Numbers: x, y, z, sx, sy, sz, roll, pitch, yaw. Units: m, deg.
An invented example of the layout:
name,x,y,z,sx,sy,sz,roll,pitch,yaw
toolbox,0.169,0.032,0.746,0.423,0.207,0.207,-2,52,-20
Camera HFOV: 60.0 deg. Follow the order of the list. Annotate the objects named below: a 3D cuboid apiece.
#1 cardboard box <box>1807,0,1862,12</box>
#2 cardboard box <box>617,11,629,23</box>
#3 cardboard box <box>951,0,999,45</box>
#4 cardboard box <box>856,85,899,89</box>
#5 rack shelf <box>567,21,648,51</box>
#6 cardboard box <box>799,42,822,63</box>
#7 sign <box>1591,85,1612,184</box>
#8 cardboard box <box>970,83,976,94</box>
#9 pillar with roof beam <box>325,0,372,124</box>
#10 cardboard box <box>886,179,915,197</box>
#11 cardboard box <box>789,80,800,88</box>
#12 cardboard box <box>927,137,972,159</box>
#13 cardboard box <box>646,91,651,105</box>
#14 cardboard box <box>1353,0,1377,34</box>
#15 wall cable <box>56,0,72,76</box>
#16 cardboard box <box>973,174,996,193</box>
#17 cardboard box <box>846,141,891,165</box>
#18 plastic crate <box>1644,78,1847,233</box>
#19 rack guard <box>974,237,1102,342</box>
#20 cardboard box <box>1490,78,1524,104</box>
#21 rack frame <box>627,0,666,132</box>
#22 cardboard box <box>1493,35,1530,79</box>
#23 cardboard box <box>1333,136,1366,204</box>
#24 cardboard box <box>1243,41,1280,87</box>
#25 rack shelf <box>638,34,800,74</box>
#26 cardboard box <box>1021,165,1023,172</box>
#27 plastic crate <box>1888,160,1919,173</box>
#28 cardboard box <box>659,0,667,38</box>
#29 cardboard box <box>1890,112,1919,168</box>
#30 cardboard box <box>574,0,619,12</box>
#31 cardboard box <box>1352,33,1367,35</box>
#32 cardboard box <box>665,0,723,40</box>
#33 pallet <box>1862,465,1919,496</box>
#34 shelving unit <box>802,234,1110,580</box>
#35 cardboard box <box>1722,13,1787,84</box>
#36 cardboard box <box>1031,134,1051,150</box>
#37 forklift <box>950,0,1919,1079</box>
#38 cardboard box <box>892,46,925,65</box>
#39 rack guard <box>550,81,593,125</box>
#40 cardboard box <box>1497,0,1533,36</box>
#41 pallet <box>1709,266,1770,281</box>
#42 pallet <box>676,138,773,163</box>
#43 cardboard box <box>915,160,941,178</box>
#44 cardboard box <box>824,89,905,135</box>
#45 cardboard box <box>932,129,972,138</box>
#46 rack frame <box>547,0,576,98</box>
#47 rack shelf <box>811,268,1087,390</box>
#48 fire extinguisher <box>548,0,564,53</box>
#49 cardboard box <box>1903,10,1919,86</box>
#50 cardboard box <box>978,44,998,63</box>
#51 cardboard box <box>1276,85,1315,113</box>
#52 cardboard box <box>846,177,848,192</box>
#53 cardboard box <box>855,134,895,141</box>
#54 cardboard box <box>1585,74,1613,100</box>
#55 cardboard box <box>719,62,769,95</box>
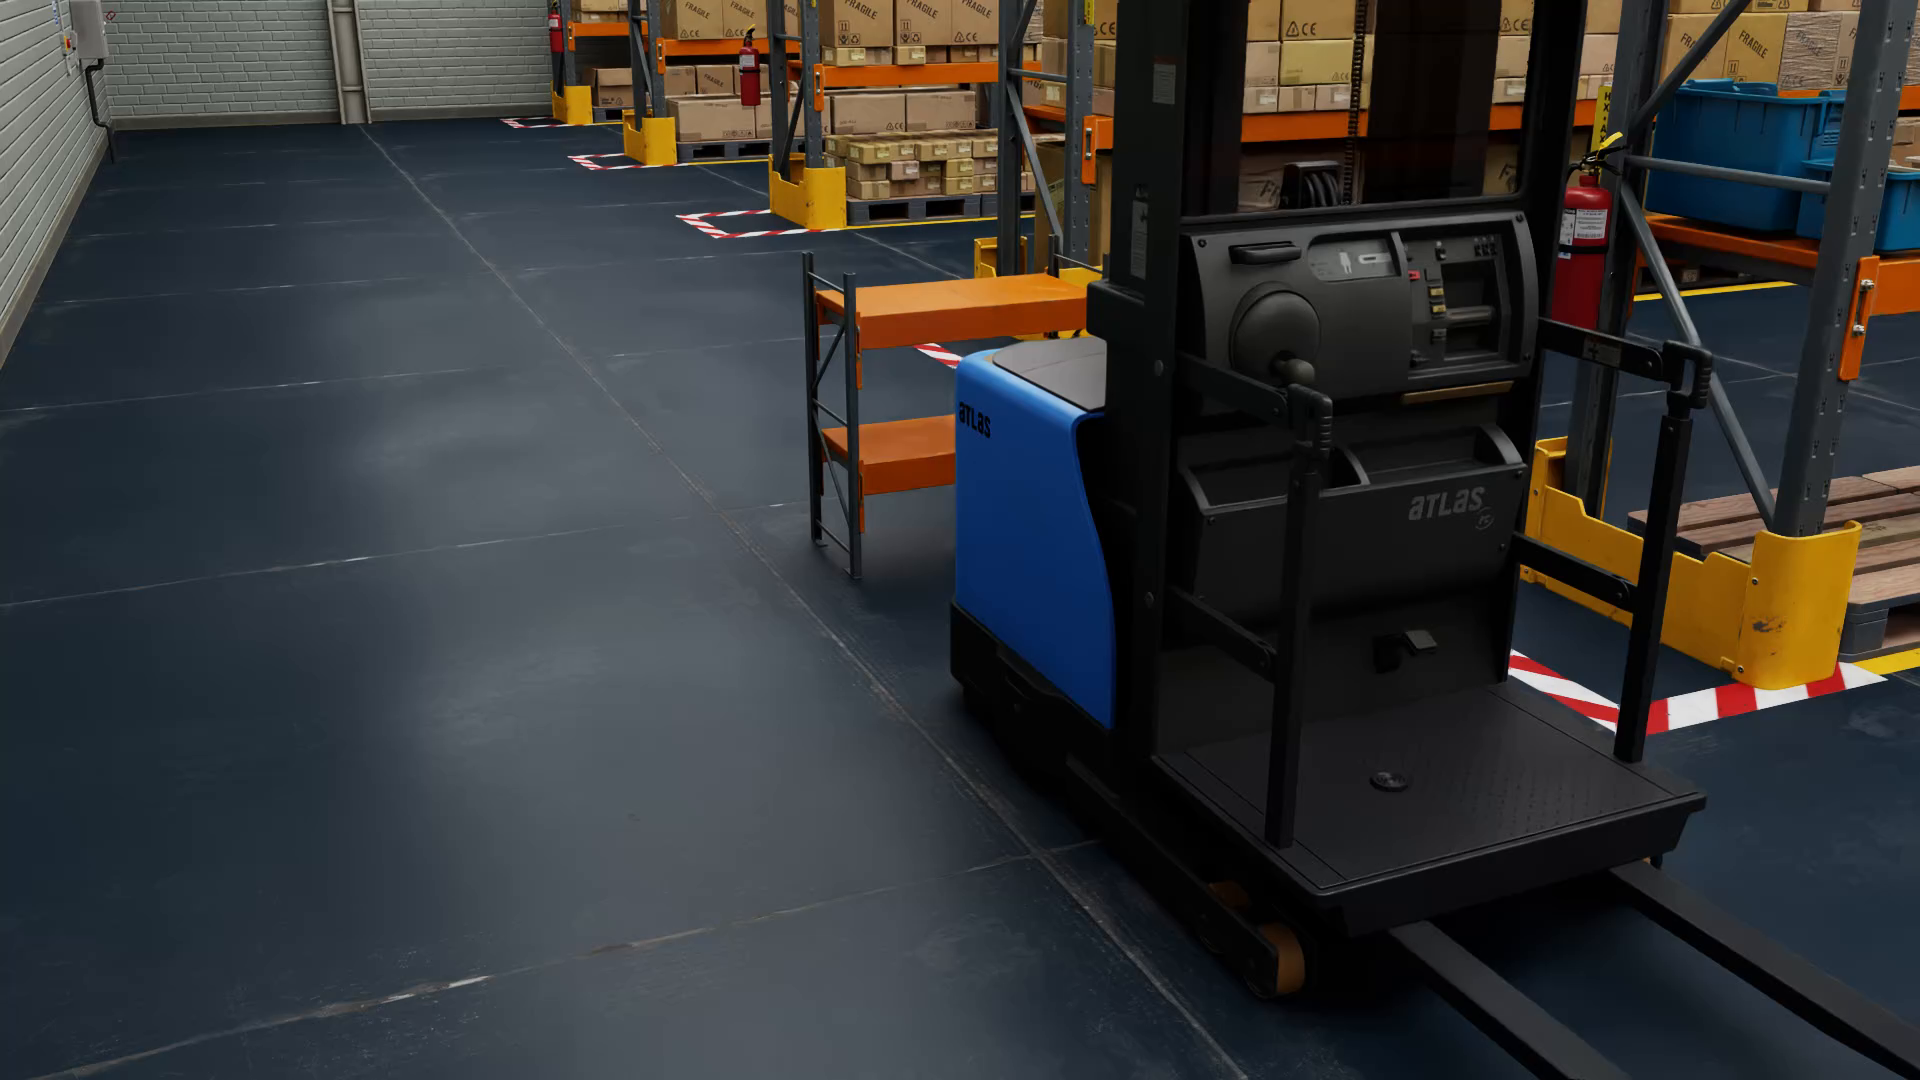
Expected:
name,x,y,z,sx,sy,sz,roll,pitch,yaw
cardboard box,5.935,-3.963,11.601,0.637,0.503,0.797,-7,21,-20
cardboard box,-4.561,-7.126,22.623,0.250,0.149,0.380,-8,21,-23
cardboard box,0.066,-4.484,14.142,0.500,0.500,0.500,-8,21,-21
cardboard box,-1.209,-6.733,24.258,0.500,0.500,0.500,-7,21,-20
rack shelf,-3.578,-7.116,23.299,4.000,0.370,1.077,-8,21,-22
cardboard box,-1.204,-4.193,14.294,0.250,0.149,0.380,-8,21,-22
sign,2.209,-1.389,5.705,0.005,0.325,0.100,-8,21,-22
cardboard box,0.215,-6.936,24.837,0.500,0.500,0.500,-9,21,-24
pillar with roof beam,-6.542,-8.629,17.481,0.400,9.000,9.100,-8,21,-22
cardboard box,-0.576,-3.067,14.376,0.250,0.149,0.380,-8,21,-22
cardboard box,-2.442,-6.634,24.262,0.500,0.311,0.500,-7,21,-20
cardboard box,-0.093,-3.407,14.447,0.250,0.149,0.380,-9,21,-25
cardboard box,-4.410,-6.141,23.108,0.250,0.149,0.380,-9,21,-24
cardboard box,2.681,-3.489,10.564,0.500,0.500,0.500,-9,21,-24
wall cable,-8.613,-5.424,15.834,0.123,1.953,0.585,-8,21,-22
cardboard box,0.124,-3.165,14.653,0.250,0.149,0.380,-8,21,-22
cardboard box,-0.776,-3.282,14.092,0.250,0.149,0.380,-9,21,-24
plastic crate,2.676,-1.293,5.533,0.499,0.435,0.616,-8,21,-22
rack guard,0.458,-1.475,9.958,0.348,0.500,1.175,-8,21,-22
cardboard box,3.295,-2.823,10.402,0.250,0.149,0.380,-8,21,-21
rack frame,-3.445,-5.679,18.135,0.127,3.000,1.000,-8,21,-22
cardboard box,3.377,-3.046,10.434,0.500,0.250,0.500,-7,21,-20
cardboard box,2.689,-2.198,10.816,0.875,0.875,0.875,-8,21,-22
cardboard box,1.503,-2.778,9.673,0.500,0.250,0.500,-8,21,-23
rack shelf,-1.609,-5.603,19.002,4.000,0.370,1.077,-8,21,-22
cardboard box,0.372,-3.358,14.755,0.250,0.149,0.380,-7,21,-19
plastic crate,3.391,-1.247,5.853,0.243,0.136,0.396,-8,21,-22
cardboard box,-3.107,-5.870,18.528,0.500,0.500,0.500,-8,21,-22
cardboard box,6.362,-2.706,12.258,0.875,0.875,1.225,-8,21,-22
cardboard box,-4.891,-7.239,22.344,0.500,0.250,0.500,-8,21,-22
cardboard box,2.230,-3.075,10.516,0.500,0.250,0.500,-8,21,-22
cardboard box,-2.891,-5.702,18.049,0.500,0.500,0.500,-8,21,-22
pallet,4.333,-0.087,6.452,1.213,0.211,1.003,-8,21,-22
shelving unit,-0.006,-0.530,6.333,1.048,1.125,0.538,-8,21,-22
cardboard box,5.136,-3.281,11.174,0.500,0.500,0.500,-8,21,-22
cardboard box,0.617,-3.524,14.777,0.250,0.149,0.380,-8,21,-22
forklift,1.029,-0.537,3.633,1.130,2.935,3.031,-8,21,-22
cardboard box,-0.479,-4.072,13.949,0.250,0.149,0.380,-9,21,-23
rack guard,-5.345,-6.023,22.876,0.348,0.500,1.175,-8,21,-22
cardboard box,3.375,-3.400,10.310,0.500,0.500,0.500,-8,21,-21
pallet,5.954,-2.154,12.322,1.213,0.211,1.003,-8,21,-22
pallet,-2.742,-4.493,18.964,1.213,0.211,1.003,-8,21,-22
cardboard box,-0.345,-3.245,14.435,0.250,0.149,0.380,-8,21,-21
cardboard box,-1.213,-5.027,19.508,0.875,0.438,0.875,-9,21,-24
cardboard box,-0.078,-3.619,15.049,0.250,0.149,0.380,-7,21,-20
rack frame,-5.415,-7.192,22.432,0.127,3.000,1.000,-8,21,-22
rack shelf,-0.006,-0.806,6.235,1.000,0.278,0.538,-8,21,-22
fire extinguisher,-5.367,-6.820,22.052,0.183,0.674,0.296,-8,21,-22
cardboard box,6.535,-3.483,11.747,0.500,0.500,0.500,-9,21,-24
cardboard box,0.201,-4.200,14.313,0.250,0.149,0.380,-9,21,-23
cardboard box,1.880,-2.620,9.826,0.250,0.149,0.380,-9,21,-23
cardboard box,-0.991,-3.169,14.666,0.250,0.149,0.380,-8,21,-21
cardboard box,-0.752,-3.479,14.652,0.250,0.149,0.380,-8,21,-21
cardboard box,4.003,-2.925,10.690,0.250,0.149,0.380,-8,21,-22
cardboard box,-3.062,-6.500,23.598,0.500,0.500,0.700,-9,21,-24
